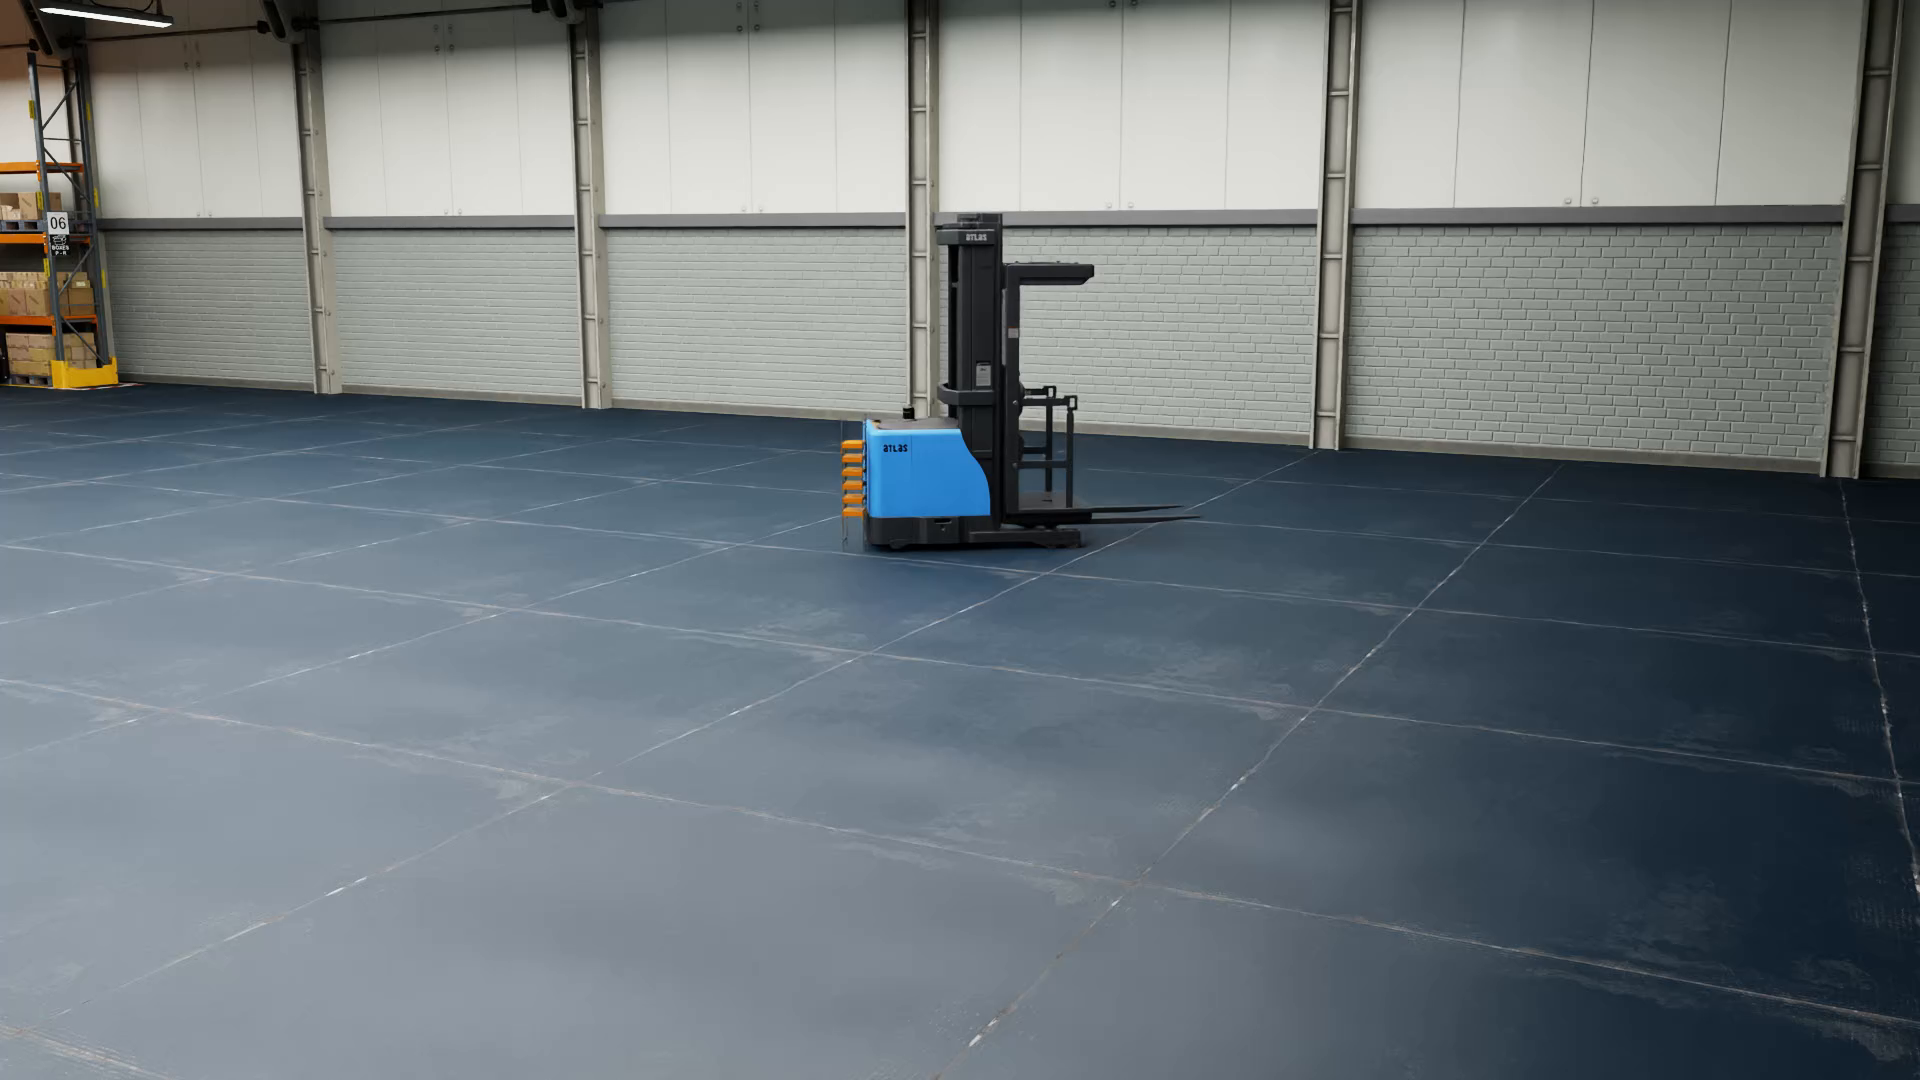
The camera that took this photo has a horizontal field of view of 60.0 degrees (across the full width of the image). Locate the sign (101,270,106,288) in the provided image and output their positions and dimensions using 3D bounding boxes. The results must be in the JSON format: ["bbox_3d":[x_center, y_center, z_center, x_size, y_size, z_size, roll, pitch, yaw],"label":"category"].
[{"bbox_3d":[-16.208,-4.937,31.431,0.005,0.325,0.100,5,11,26],"label":"sign"}]

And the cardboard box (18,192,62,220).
[{"bbox_3d":[-16.964,-6.161,30.683,0.500,0.500,0.500,5,12,28],"label":"cardboard box"}]

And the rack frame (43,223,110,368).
[{"bbox_3d":[-16.459,-4.383,31.028,0.127,3.000,1.000,5,11,26],"label":"rack frame"}]

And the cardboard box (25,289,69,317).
[{"bbox_3d":[-17.016,-4.430,31.001,0.500,0.500,0.500,5,11,25],"label":"cardboard box"}]

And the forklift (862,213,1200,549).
[{"bbox_3d":[0.643,-1.458,15.055,3.031,2.935,1.130,-1,10,-8],"label":"forklift"}]

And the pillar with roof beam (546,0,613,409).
[{"bbox_3d":[-7.828,-5.901,22.568,0.548,9.000,9.100,5,11,26],"label":"pillar with roof beam"}]

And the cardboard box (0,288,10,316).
[{"bbox_3d":[-17.937,-4.512,31.458,0.500,0.500,0.500,5,11,25],"label":"cardboard box"}]

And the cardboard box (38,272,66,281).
[{"bbox_3d":[-16.873,-4.893,30.905,0.250,0.149,0.380,5,11,26],"label":"cardboard box"}]

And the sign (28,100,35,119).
[{"bbox_3d":[-16.712,-7.749,29.931,0.005,0.325,0.100,5,11,26],"label":"sign"}]

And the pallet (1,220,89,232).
[{"bbox_3d":[-17.081,-5.876,31.099,1.213,0.211,1.003,5,11,26],"label":"pallet"}]

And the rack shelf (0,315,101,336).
[{"bbox_3d":[-18.252,-4.187,31.963,4.000,0.370,1.077,5,11,26],"label":"rack shelf"}]

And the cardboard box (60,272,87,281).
[{"bbox_3d":[-16.665,-4.959,31.269,0.250,0.149,0.380,5,11,25],"label":"cardboard box"}]

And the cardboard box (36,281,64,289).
[{"bbox_3d":[-16.894,-4.734,30.865,0.250,0.149,0.380,5,11,27],"label":"cardboard box"}]

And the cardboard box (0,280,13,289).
[{"bbox_3d":[-17.819,-4.815,31.310,0.250,0.149,0.380,5,11,24],"label":"cardboard box"}]

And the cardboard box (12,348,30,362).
[{"bbox_3d":[-17.479,-3.513,31.355,0.500,0.250,0.500,5,11,25],"label":"cardboard box"}]

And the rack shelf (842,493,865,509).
[{"bbox_3d":[-0.933,-0.344,14.687,0.180,0.103,0.258,1,10,4],"label":"rack shelf"}]

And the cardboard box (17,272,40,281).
[{"bbox_3d":[-17.355,-4.924,31.075,0.250,0.149,0.380,5,12,27],"label":"cardboard box"}]

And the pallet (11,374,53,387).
[{"bbox_3d":[-17.163,-3.065,31.572,1.213,0.211,1.003,5,11,26],"label":"pallet"}]

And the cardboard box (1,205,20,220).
[{"bbox_3d":[-17.564,-6.086,30.930,0.258,0.266,0.396,5,11,26],"label":"cardboard box"}]

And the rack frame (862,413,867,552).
[{"bbox_3d":[-0.842,-0.505,14.651,0.006,1.200,0.240,1,10,4],"label":"rack frame"}]

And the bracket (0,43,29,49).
[{"bbox_3d":[-19.524,-9.485,32.261,4.783,0.066,0.076,5,11,26],"label":"bracket"}]

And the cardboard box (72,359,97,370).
[{"bbox_3d":[-16.813,-3.307,31.622,0.500,0.250,0.500,5,11,26],"label":"cardboard box"}]

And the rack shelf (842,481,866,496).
[{"bbox_3d":[-0.933,-0.462,14.665,0.180,0.103,0.258,1,10,4],"label":"rack shelf"}]

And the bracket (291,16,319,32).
[{"bbox_3d":[-11.089,-8.743,28.165,0.430,0.232,0.235,5,11,26],"label":"bracket"}]

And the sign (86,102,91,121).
[{"bbox_3d":[-16.208,-7.961,30.883,0.005,0.325,0.100,5,11,26],"label":"sign"}]

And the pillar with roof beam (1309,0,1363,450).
[{"bbox_3d":[2.934,-4.956,17.344,0.400,9.000,9.100,5,11,26],"label":"pillar with roof beam"}]

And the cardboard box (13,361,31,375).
[{"bbox_3d":[-17.462,-3.264,31.386,0.500,0.250,0.500,5,11,26],"label":"cardboard box"}]

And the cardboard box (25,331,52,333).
[{"bbox_3d":[-17.699,-3.877,31.964,0.500,0.250,0.500,5,11,25],"label":"cardboard box"}]

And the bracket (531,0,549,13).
[{"bbox_3d":[-6.452,-8.336,25.914,0.430,0.232,0.235,5,11,26],"label":"bracket"}]

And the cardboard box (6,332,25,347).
[{"bbox_3d":[-17.927,-3.793,31.500,0.500,0.250,0.500,5,11,27],"label":"cardboard box"}]

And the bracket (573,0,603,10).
[{"bbox_3d":[-5.708,-8.271,25.553,0.430,0.232,0.235,5,11,26],"label":"bracket"}]

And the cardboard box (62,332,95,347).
[{"bbox_3d":[-16.806,-3.797,31.523,0.500,0.250,0.500,5,11,25],"label":"cardboard box"}]

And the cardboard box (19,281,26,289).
[{"bbox_3d":[-17.342,-4.780,31.117,0.250,0.149,0.380,5,12,27],"label":"cardboard box"}]

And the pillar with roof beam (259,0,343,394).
[{"bbox_3d":[-13.208,-6.374,25.181,0.548,9.000,9.100,5,11,26],"label":"pillar with roof beam"}]

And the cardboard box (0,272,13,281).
[{"bbox_3d":[-17.828,-4.958,31.264,0.250,0.149,0.380,5,12,27],"label":"cardboard box"}]

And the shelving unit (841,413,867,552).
[{"bbox_3d":[-0.933,-0.506,14.658,0.189,1.200,0.258,1,10,4],"label":"shelving unit"}]

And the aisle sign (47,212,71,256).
[{"bbox_3d":[-16.530,-5.611,30.509,0.004,0.787,0.394,5,11,26],"label":"aisle sign"}]

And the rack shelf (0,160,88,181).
[{"bbox_3d":[-18.252,-6.942,31.464,4.000,0.370,1.077,5,11,26],"label":"rack shelf"}]

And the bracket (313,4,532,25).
[{"bbox_3d":[-8.763,-8.539,27.036,4.783,0.066,0.076,5,11,26],"label":"bracket"}]

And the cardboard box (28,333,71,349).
[{"bbox_3d":[-17.010,-3.716,31.072,0.500,0.250,0.500,5,12,28],"label":"cardboard box"}]

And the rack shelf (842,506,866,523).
[{"bbox_3d":[-0.933,-0.226,14.708,0.180,0.103,0.258,1,10,4],"label":"rack shelf"}]

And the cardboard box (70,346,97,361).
[{"bbox_3d":[-16.788,-3.553,31.579,0.500,0.250,0.500,5,12,27],"label":"cardboard box"}]
